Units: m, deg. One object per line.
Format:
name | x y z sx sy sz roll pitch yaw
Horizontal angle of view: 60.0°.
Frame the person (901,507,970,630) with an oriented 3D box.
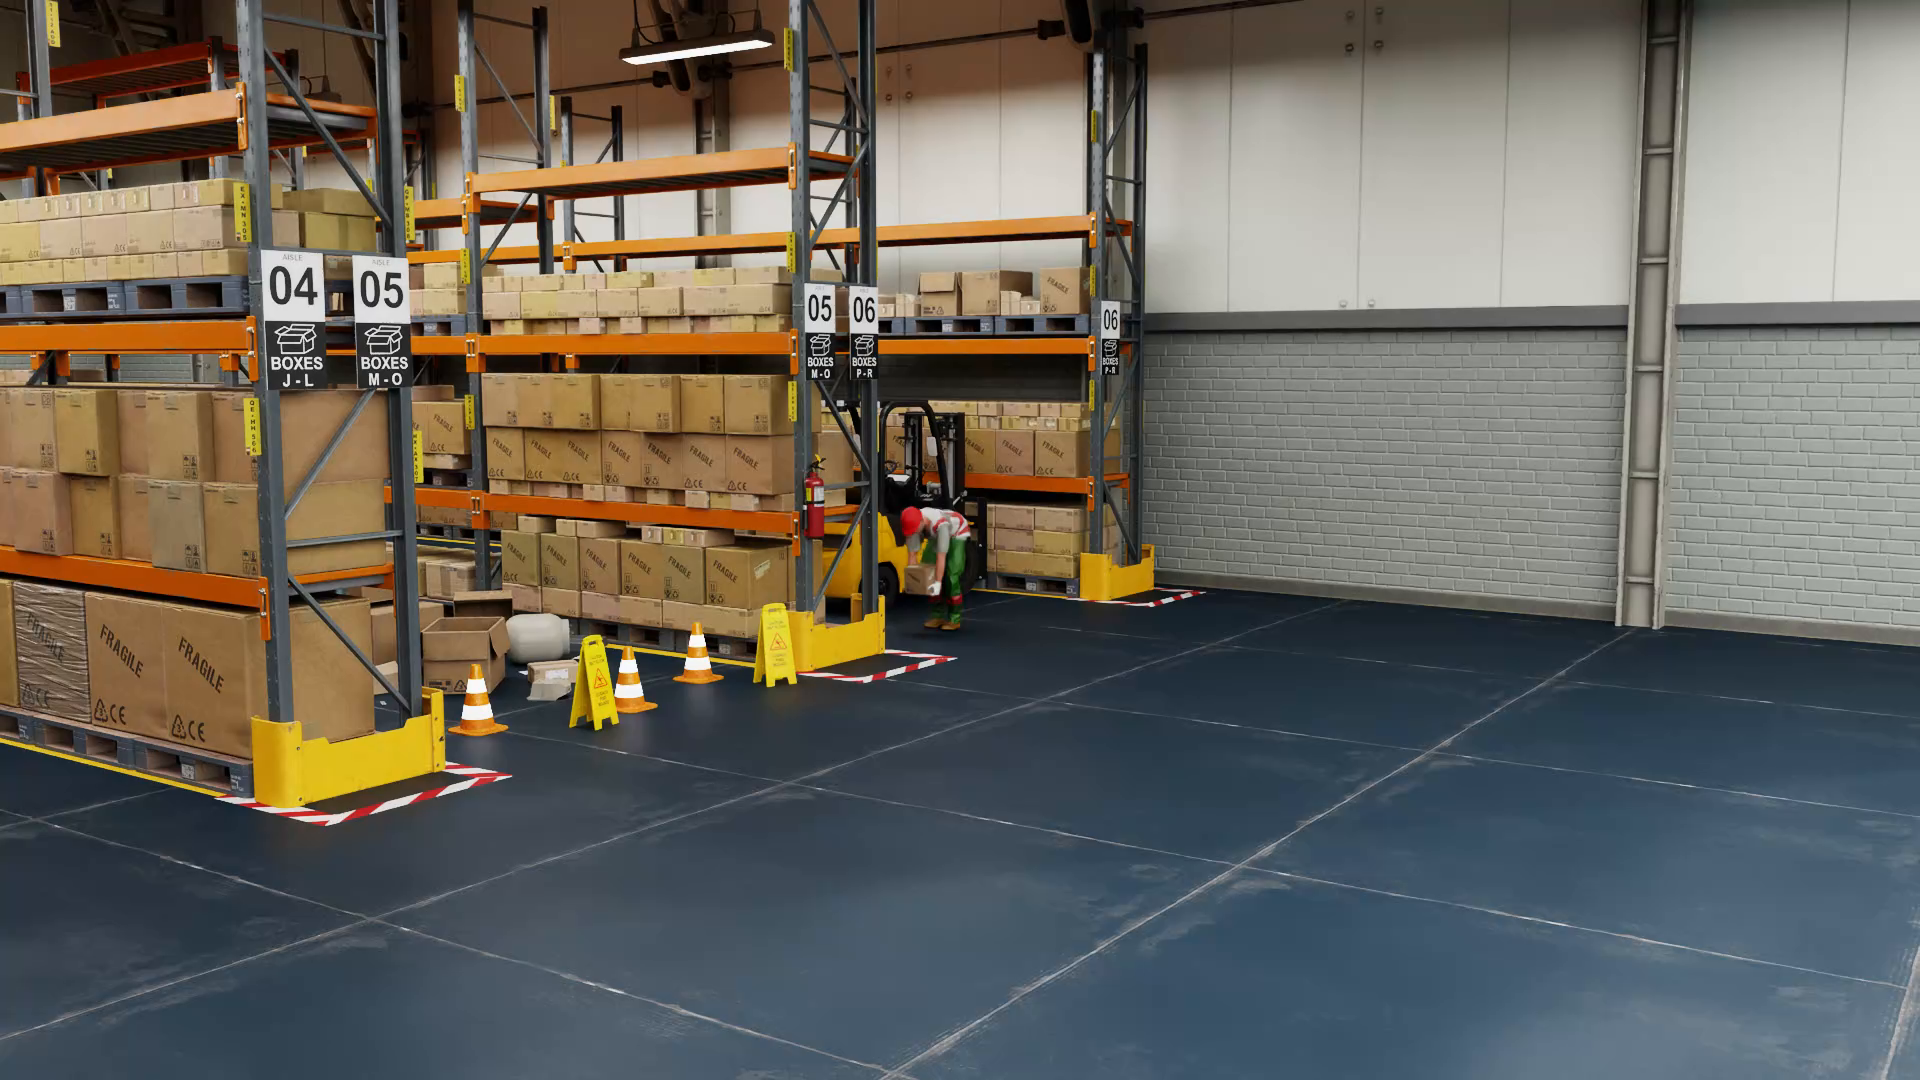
person | -0.268 0.263 15.809 0.483 1.218 0.949 4 7 32
